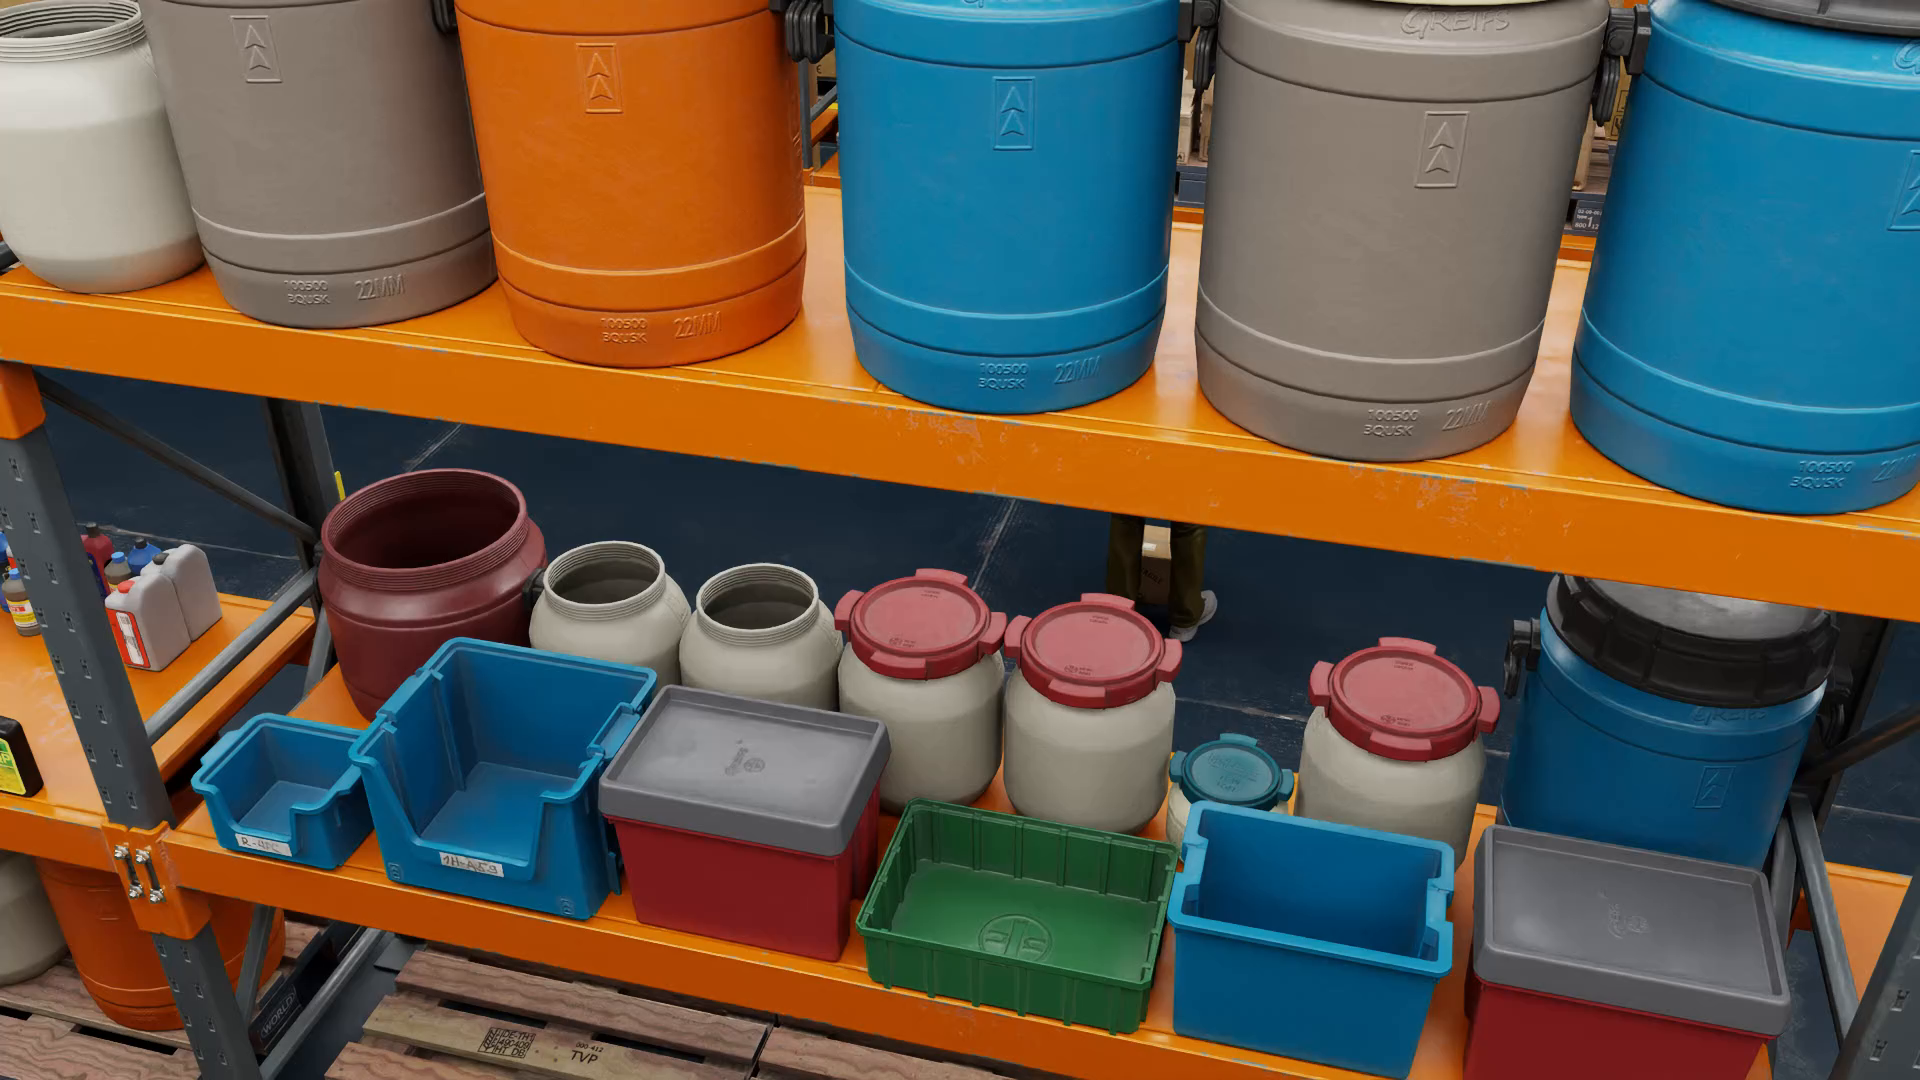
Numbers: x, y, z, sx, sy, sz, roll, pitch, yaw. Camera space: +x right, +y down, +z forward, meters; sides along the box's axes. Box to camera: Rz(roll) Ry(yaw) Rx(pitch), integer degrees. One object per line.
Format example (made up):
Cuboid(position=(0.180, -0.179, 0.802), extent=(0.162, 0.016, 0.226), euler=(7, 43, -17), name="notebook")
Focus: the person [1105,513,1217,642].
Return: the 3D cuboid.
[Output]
Cuboid(position=(0.817, -0.403, 6.787), extent=(0.643, 1.774, 0.420), euler=(8, 33, 12), name="person")
